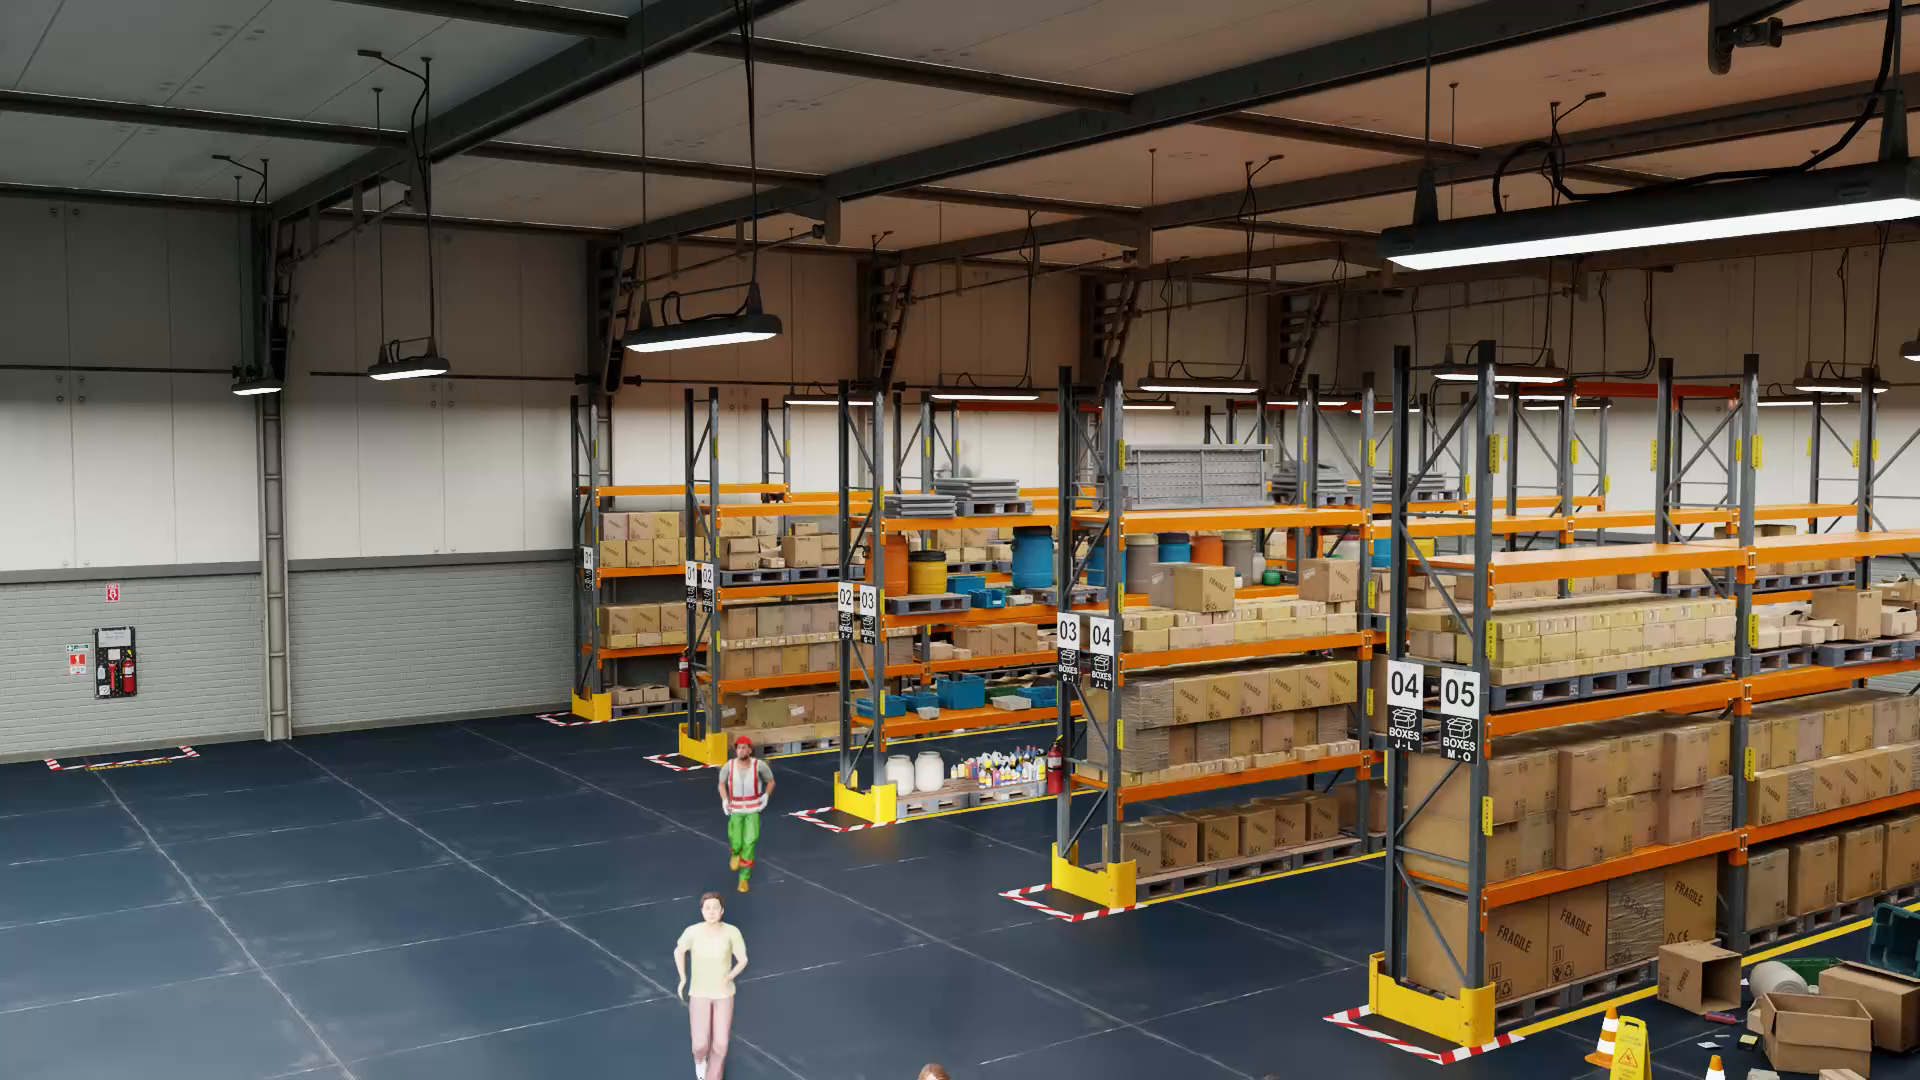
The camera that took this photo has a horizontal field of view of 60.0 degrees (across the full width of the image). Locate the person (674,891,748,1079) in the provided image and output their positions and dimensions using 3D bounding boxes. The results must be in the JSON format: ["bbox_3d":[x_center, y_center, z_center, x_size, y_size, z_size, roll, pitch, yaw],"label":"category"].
[{"bbox_3d":[-1.944,3.566,13.006,0.575,1.627,0.540,-1,3,-8],"label":"person"}]

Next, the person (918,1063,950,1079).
[{"bbox_3d":[-0.155,3.782,9.492,0.521,1.636,0.675,0,3,-1],"label":"person"}]

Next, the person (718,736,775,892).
[{"bbox_3d":[-2.476,3.135,19.304,0.657,1.764,0.700,0,3,-2],"label":"person"}]
